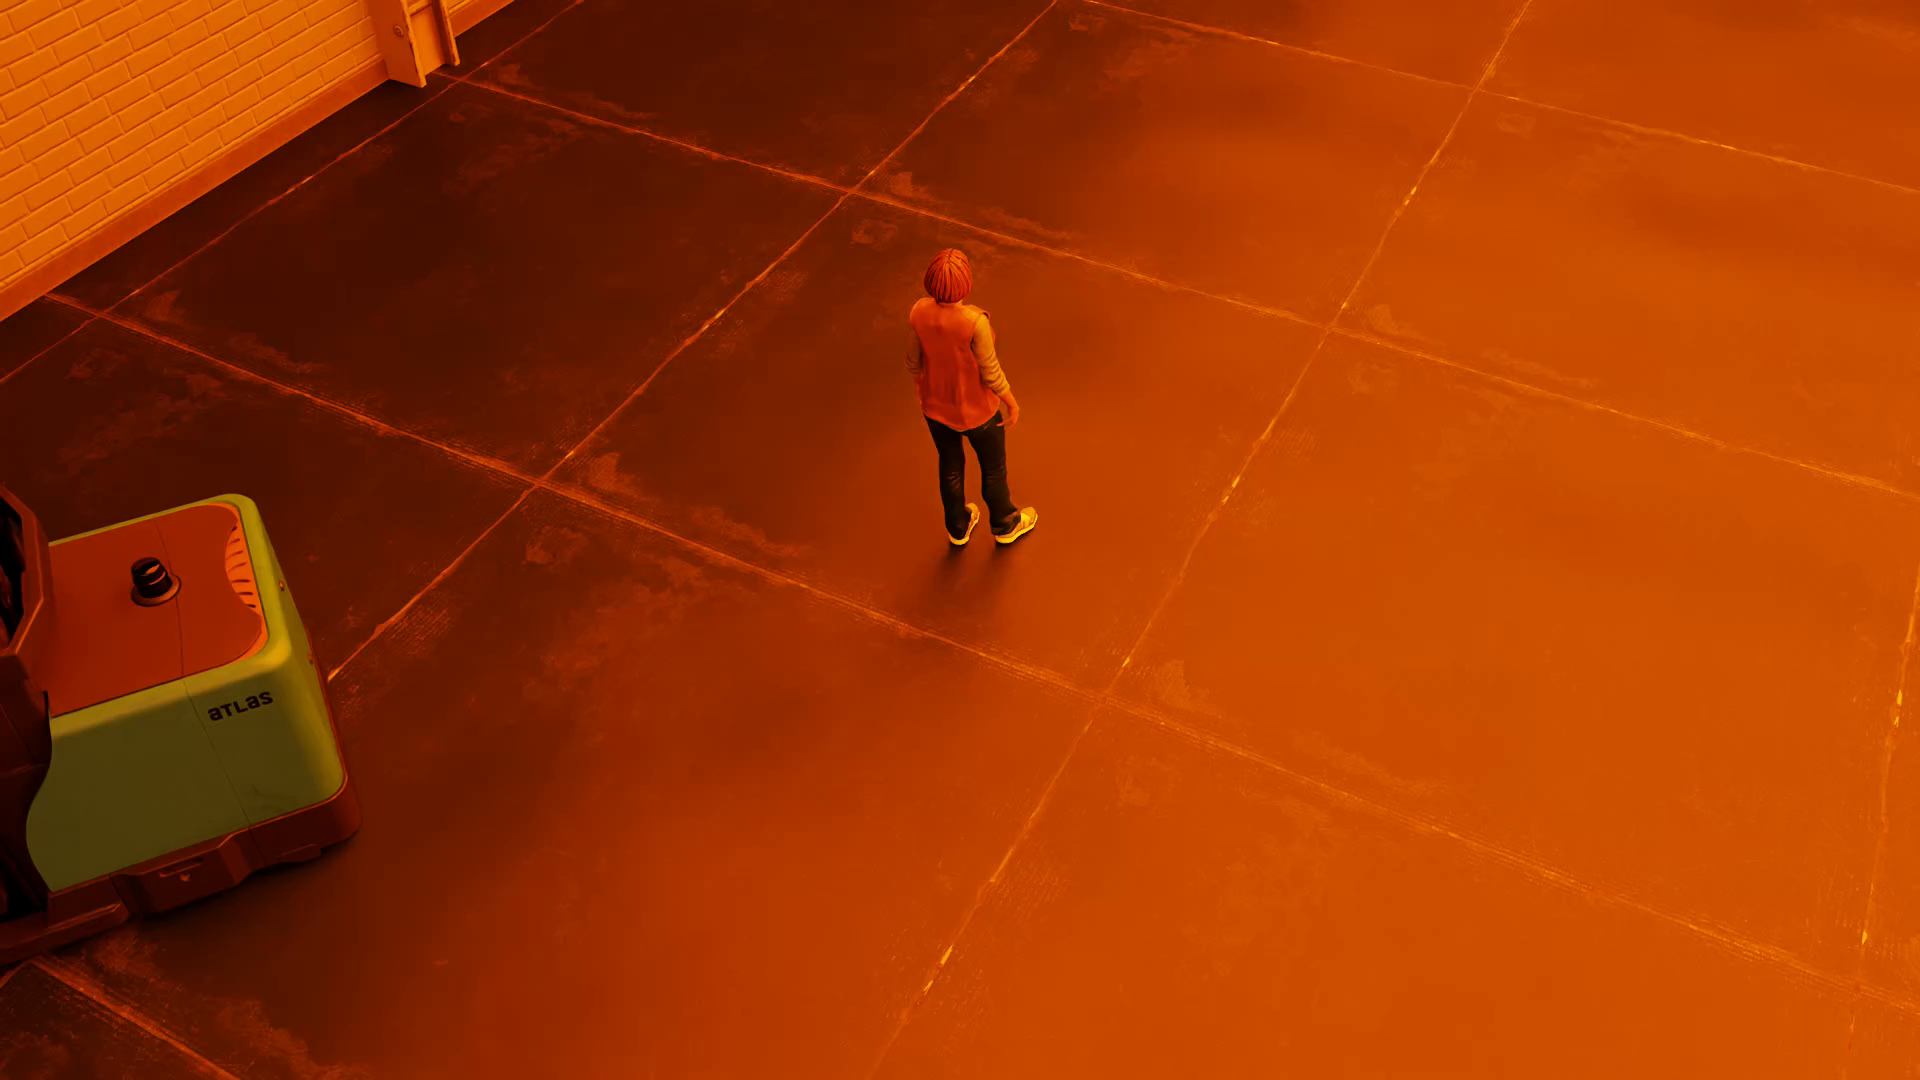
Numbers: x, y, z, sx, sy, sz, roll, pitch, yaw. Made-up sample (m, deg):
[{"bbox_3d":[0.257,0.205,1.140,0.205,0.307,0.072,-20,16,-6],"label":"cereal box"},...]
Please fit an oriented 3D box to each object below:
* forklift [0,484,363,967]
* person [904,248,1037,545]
[{"bbox_3d":[-3.901,0.248,5.391,3.031,2.935,1.130,-18,46,-18],"label":"forklift"},{"bbox_3d":[0.046,-0.627,7.281,0.520,1.596,0.475,20,47,20],"label":"person"}]
